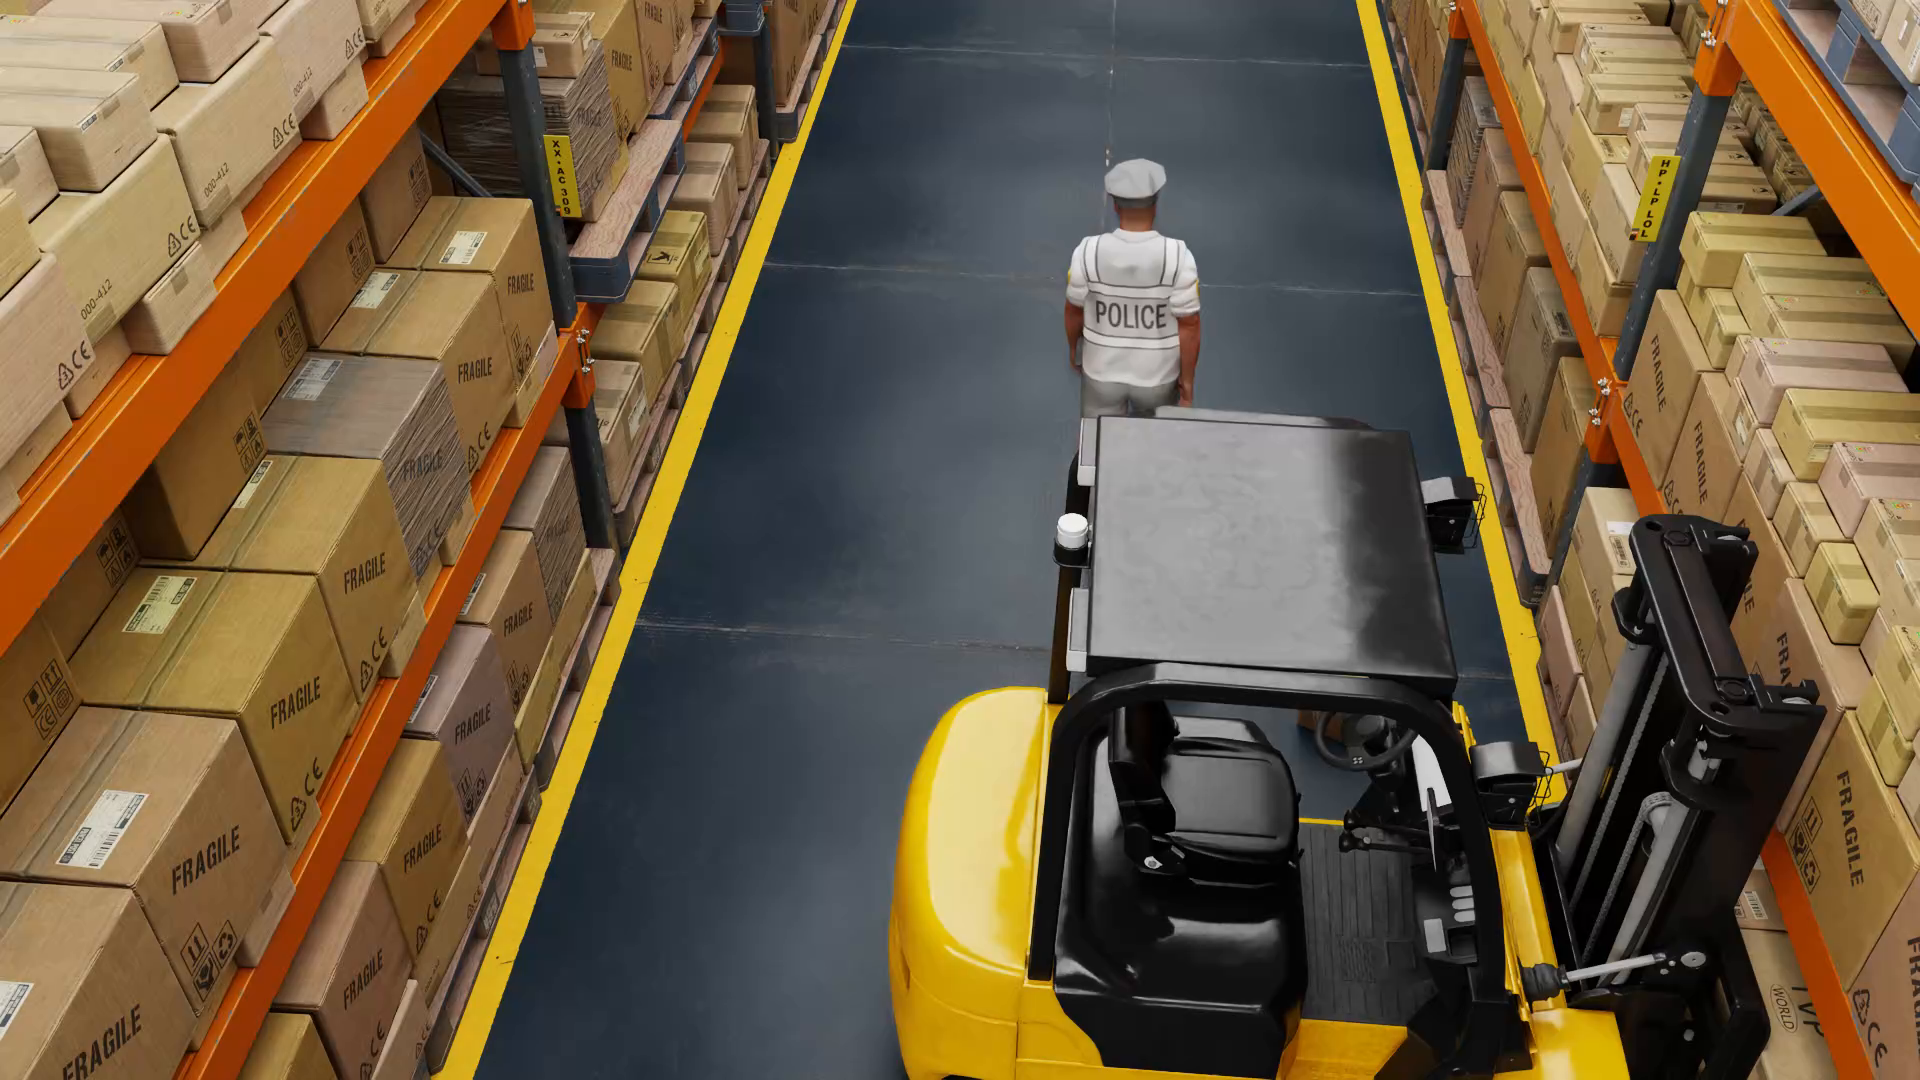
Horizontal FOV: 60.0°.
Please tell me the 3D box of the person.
[{"bbox_3d":[0.709,-0.684,7.019,0.559,1.821,0.708,3,40,3],"label":"person"}]
